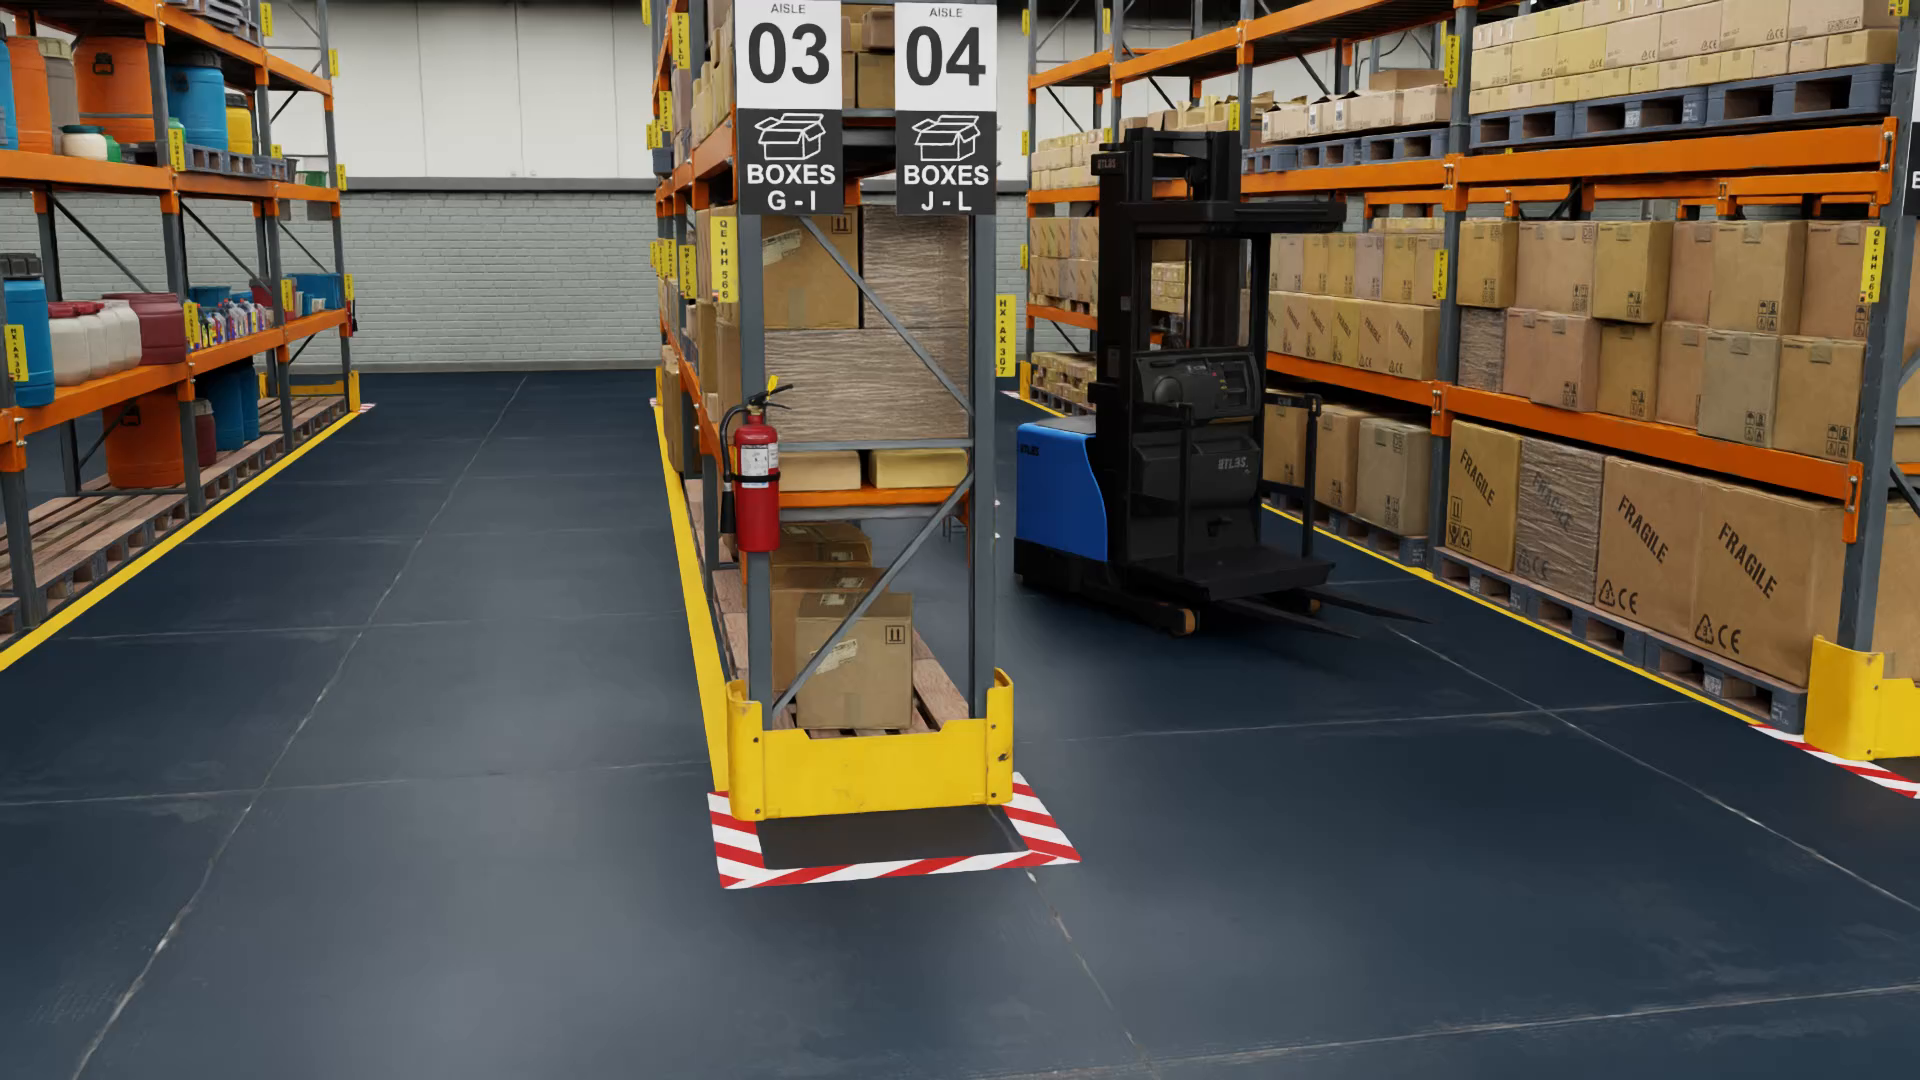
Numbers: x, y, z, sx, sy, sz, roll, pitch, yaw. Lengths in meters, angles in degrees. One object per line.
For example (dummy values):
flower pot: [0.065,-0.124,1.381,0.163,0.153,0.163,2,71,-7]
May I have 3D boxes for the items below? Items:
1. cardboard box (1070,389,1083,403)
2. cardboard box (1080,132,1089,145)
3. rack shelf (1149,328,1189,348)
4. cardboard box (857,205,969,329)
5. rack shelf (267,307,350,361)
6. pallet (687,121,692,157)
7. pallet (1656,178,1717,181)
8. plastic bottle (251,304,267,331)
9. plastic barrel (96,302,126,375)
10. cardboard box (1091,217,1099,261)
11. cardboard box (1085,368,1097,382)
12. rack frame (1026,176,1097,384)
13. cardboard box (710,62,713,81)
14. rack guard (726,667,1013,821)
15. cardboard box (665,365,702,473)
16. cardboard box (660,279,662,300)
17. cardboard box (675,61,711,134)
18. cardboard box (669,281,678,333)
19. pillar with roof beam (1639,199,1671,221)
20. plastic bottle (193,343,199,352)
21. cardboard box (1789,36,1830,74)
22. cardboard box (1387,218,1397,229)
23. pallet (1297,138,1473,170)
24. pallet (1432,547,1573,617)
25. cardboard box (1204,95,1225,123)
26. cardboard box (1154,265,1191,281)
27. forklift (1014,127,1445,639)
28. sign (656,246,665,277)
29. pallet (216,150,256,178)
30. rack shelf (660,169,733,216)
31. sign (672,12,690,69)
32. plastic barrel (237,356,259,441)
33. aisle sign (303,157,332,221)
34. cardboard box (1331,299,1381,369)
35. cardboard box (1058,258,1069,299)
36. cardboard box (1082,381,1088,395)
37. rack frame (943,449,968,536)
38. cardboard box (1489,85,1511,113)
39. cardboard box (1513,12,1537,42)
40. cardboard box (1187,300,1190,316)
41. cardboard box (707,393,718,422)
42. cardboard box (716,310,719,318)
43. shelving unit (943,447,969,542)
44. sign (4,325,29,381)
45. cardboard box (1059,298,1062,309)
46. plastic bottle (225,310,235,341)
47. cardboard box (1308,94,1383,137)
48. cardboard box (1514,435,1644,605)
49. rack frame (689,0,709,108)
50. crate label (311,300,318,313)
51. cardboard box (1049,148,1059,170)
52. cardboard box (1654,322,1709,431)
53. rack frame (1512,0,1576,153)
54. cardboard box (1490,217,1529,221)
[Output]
cardboard box: [1.580,-1.791,20.586,0.380,0.149,0.250,-2,11,-11]
cardboard box: [1.652,-4.816,19.950,0.380,0.149,0.250,-3,11,-13]
rack shelf: [2.581,-2.016,17.188,1.077,0.370,4.000,-2,11,-11]
cardboard box: [-0.199,-1.170,7.086,0.500,0.500,0.500,-2,11,-11]
rack shelf: [-7.941,-2.407,19.246,1.077,0.370,4.000,-2,11,-11]
pallet: [-1.153,-2.605,10.841,1.213,0.211,1.003,-2,11,-11]
pallet: [7.628,-3.698,16.584,1.213,0.211,1.003,-2,11,-8]
plastic bottle: [-7.158,-2.272,16.945,0.152,0.276,0.135,-2,11,-11]
plastic barrel: [-6.282,-1.457,12.030,0.421,0.512,0.421,0,11,0]
cardboard box: [1.835,-3.499,19.319,0.500,0.500,0.500,-3,11,-13]
cardboard box: [1.723,-1.981,19.990,0.380,0.149,0.250,-2,11,-12]
rack frame: [1.414,-3.469,22.903,1.000,3.000,0.127,-2,11,-11]
cardboard box: [-1.086,-2.394,8.564,0.380,0.149,0.250,-2,11,-12]
rack guard: [-0.374,0.841,6.942,1.175,0.500,0.348,-2,11,-11]
cardboard box: [-2.029,-1.130,15.172,1.225,0.875,0.875,-3,11,-14]
cardboard box: [-3.441,-3.095,20.540,0.500,0.250,0.500,-2,11,-13]
cardboard box: [-1.876,-3.328,12.532,0.500,0.500,0.500,-2,11,-13]
cardboard box: [-2.653,-2.346,16.731,0.500,0.500,0.500,-2,11,-12]
pillar with roof beam: [7.255,-7.167,26.285,9.100,9.000,0.400,-2,11,-11]
plastic bottle: [-6.560,-1.756,14.212,0.061,0.283,0.133,-2,11,-11]
cardboard box: [4.080,-2.235,7.678,0.380,0.149,0.250,-2,11,-11]
cardboard box: [6.106,-4.354,22.876,0.380,0.149,0.250,-2,11,-9]
pallet: [3.367,-3.062,13.244,1.003,0.211,1.213,-2,11,-8]
pallet: [3.819,0.244,10.852,1.003,0.211,1.213,-2,11,-11]
cardboard box: [2.522,-4.059,15.664,0.396,0.266,0.258,-2,11,-11]
cardboard box: [2.175,-2.688,16.753,0.380,0.149,0.250,-2,11,-8]
forklift: [1.574,-0.976,9.984,1.130,2.935,3.031,-7,13,-32]
sign: [-3.237,-3.018,18.002,0.100,0.325,0.005,-2,11,-11]
pallet: [-7.080,-3.427,15.160,1.003,0.211,1.213,-2,11,-11]
rack shelf: [-2.304,-3.327,16.057,1.077,0.370,4.000,-2,11,-11]
sign: [-1.681,-3.007,10.014,0.100,0.325,0.005,-2,11,-11]
plastic barrel: [-7.463,-1.469,16.881,0.600,0.901,0.708,-2,11,-11]
aisle sign: [-8.056,-4.428,20.988,0.394,0.787,0.004,-2,11,-11]
cardboard box: [3.187,-1.589,12.756,0.500,0.500,0.500,-2,11,-10]
cardboard box: [1.547,-3.292,20.905,0.500,0.500,0.500,-2,11,-12]
cardboard box: [1.684,-1.832,20.004,0.380,0.149,0.250,-3,11,-13]
rack frame: [-0.034,-0.548,12.767,0.200,1.050,0.008,-2,11,-11]
cardboard box: [3.537,-2.748,10.369,0.380,0.149,0.250,-2,11,-11]
cardboard box: [3.585,-3.094,10.054,0.380,0.149,0.250,-2,11,-12]
cardboard box: [2.376,-2.204,15.805,0.380,0.149,0.250,-2,11,-11]
cardboard box: [-1.213,-0.749,9.281,0.380,0.149,0.250,-2,11,-11]
cardboard box: [-0.795,-0.943,8.566,0.875,0.500,0.500,-2,11,-11]
shelving unit: [-0.010,-0.526,12.650,0.215,1.050,0.252,-2,11,-11]
sign: [-5.454,-1.081,9.611,0.100,0.325,0.005,-2,11,-11]
cardboard box: [1.479,-3.039,21.312,0.380,0.149,0.250,-2,11,-12]
plastic bottle: [-6.828,-2.009,15.539,0.061,0.283,0.133,-2,11,-11]
cardboard box: [3.092,-3.361,13.156,0.500,0.311,0.500,-2,11,-12]
cardboard box: [3.980,-0.148,10.011,0.875,0.875,0.875,-2,11,-11]
rack frame: [-1.137,-4.054,9.928,1.000,3.000,0.127,-2,11,-11]
crate label: [-7.873,-2.781,19.828,0.396,0.136,0.243,-2,11,-11]
cardboard box: [1.433,-4.836,21.125,0.500,0.250,0.500,-2,11,-10]
cardboard box: [4.295,-0.882,8.909,0.875,0.550,0.550,-2,11,-11]
rack frame: [7.028,-5.881,19.530,1.000,3.000,0.127,-2,11,-11]
cardboard box: [6.655,-3.838,20.164,0.380,0.149,0.250,-2,11,-12]
